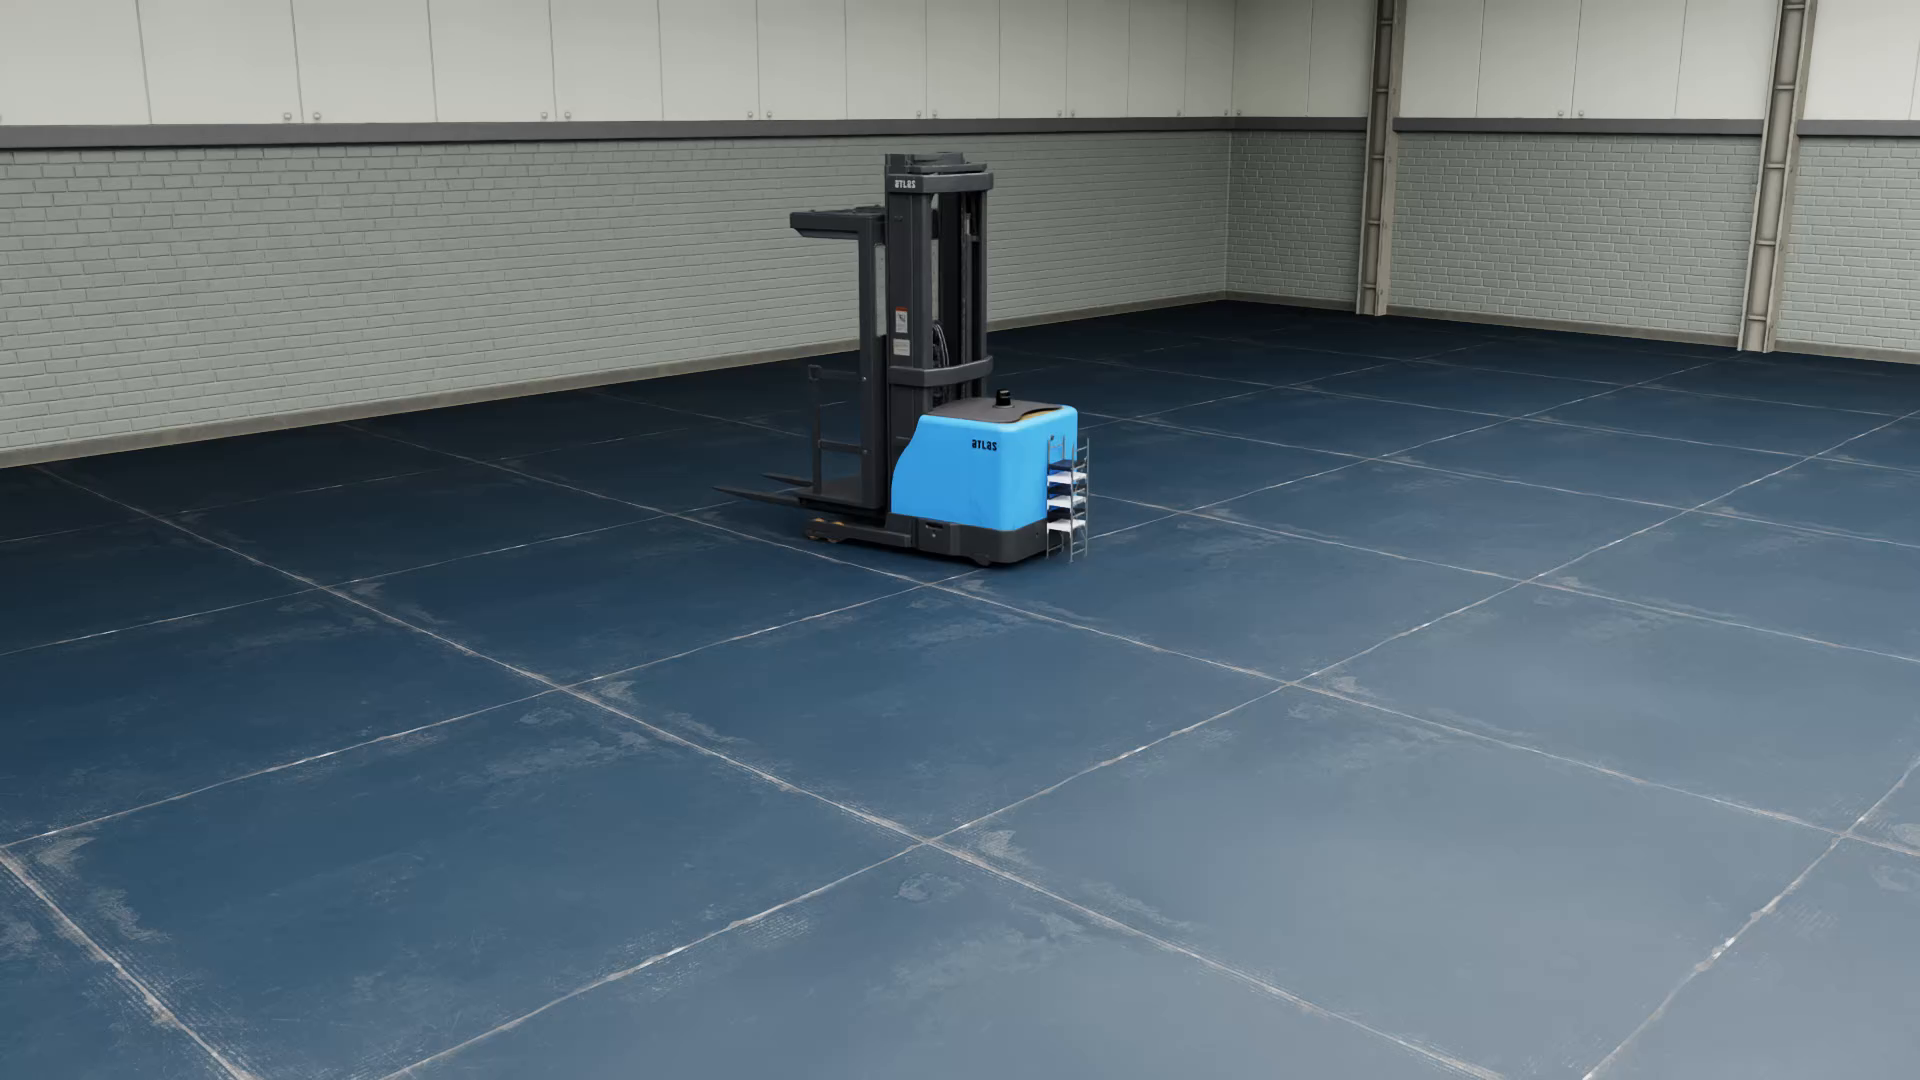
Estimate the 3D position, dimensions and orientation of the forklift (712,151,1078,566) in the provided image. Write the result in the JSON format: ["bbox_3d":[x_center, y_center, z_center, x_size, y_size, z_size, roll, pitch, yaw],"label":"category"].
[{"bbox_3d":[-0.608,-1.493,12.850,3.031,2.935,1.130,10,17,33],"label":"forklift"}]

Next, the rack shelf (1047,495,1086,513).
[{"bbox_3d":[0.796,-0.272,12.322,0.200,0.077,0.258,10,17,33],"label":"rack shelf"}]

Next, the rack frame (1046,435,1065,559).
[{"bbox_3d":[0.712,-0.318,12.368,0.006,0.900,0.240,10,17,33],"label":"rack frame"}]

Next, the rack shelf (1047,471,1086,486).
[{"bbox_3d":[0.796,-0.446,12.276,0.200,0.077,0.258,10,17,33],"label":"rack shelf"}]

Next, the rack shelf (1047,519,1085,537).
[{"bbox_3d":[0.796,-0.097,12.367,0.200,0.077,0.258,10,17,33],"label":"rack shelf"}]

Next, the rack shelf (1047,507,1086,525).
[{"bbox_3d":[0.796,-0.184,12.344,0.200,0.077,0.258,10,17,33],"label":"rack shelf"}]

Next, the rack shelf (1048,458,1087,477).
[{"bbox_3d":[0.796,-0.533,12.253,0.200,0.077,0.258,10,17,33],"label":"rack shelf"}]

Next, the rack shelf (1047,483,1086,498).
[{"bbox_3d":[0.796,-0.359,12.299,0.200,0.077,0.258,10,17,33],"label":"rack shelf"}]

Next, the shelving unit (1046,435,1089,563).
[{"bbox_3d":[0.796,-0.304,12.313,0.210,0.900,0.258,10,17,33],"label":"shelving unit"}]

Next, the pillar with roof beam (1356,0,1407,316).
[{"bbox_3d":[3.695,-7.245,22.891,0.400,9.000,9.100,14,20,42],"label":"pillar with roof beam"}]

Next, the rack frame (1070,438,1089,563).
[{"bbox_3d":[0.881,-0.290,12.259,0.006,0.900,0.240,10,17,33],"label":"rack frame"}]

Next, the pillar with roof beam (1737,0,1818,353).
[{"bbox_3d":[8.015,-6.195,18.861,0.400,9.000,9.100,14,20,42],"label":"pillar with roof beam"}]
